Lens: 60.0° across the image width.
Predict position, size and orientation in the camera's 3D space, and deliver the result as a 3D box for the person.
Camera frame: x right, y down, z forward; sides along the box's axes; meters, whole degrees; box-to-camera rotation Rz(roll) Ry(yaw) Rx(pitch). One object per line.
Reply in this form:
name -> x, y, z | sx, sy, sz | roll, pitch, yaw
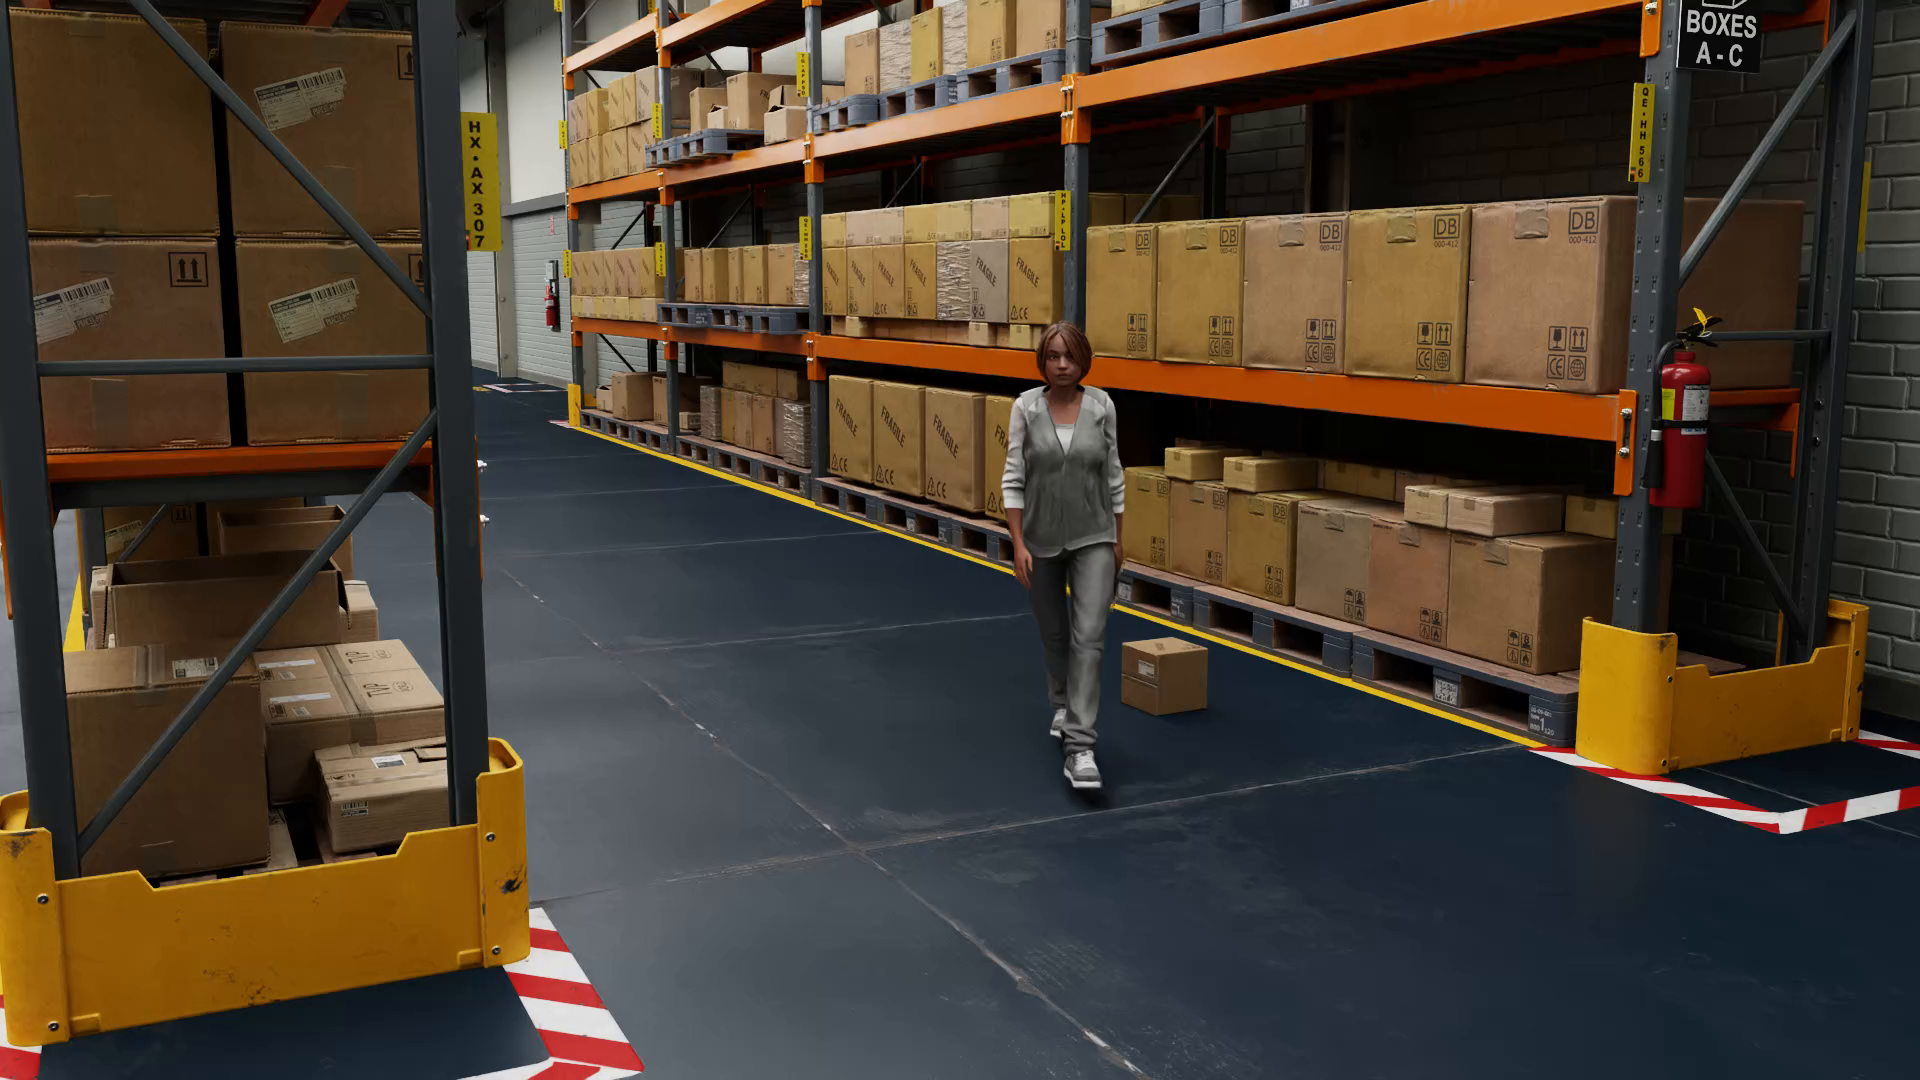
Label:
person -> 0.353, 0.013, 5.754 | 0.421, 1.533, 0.952 | 1, 9, 8
